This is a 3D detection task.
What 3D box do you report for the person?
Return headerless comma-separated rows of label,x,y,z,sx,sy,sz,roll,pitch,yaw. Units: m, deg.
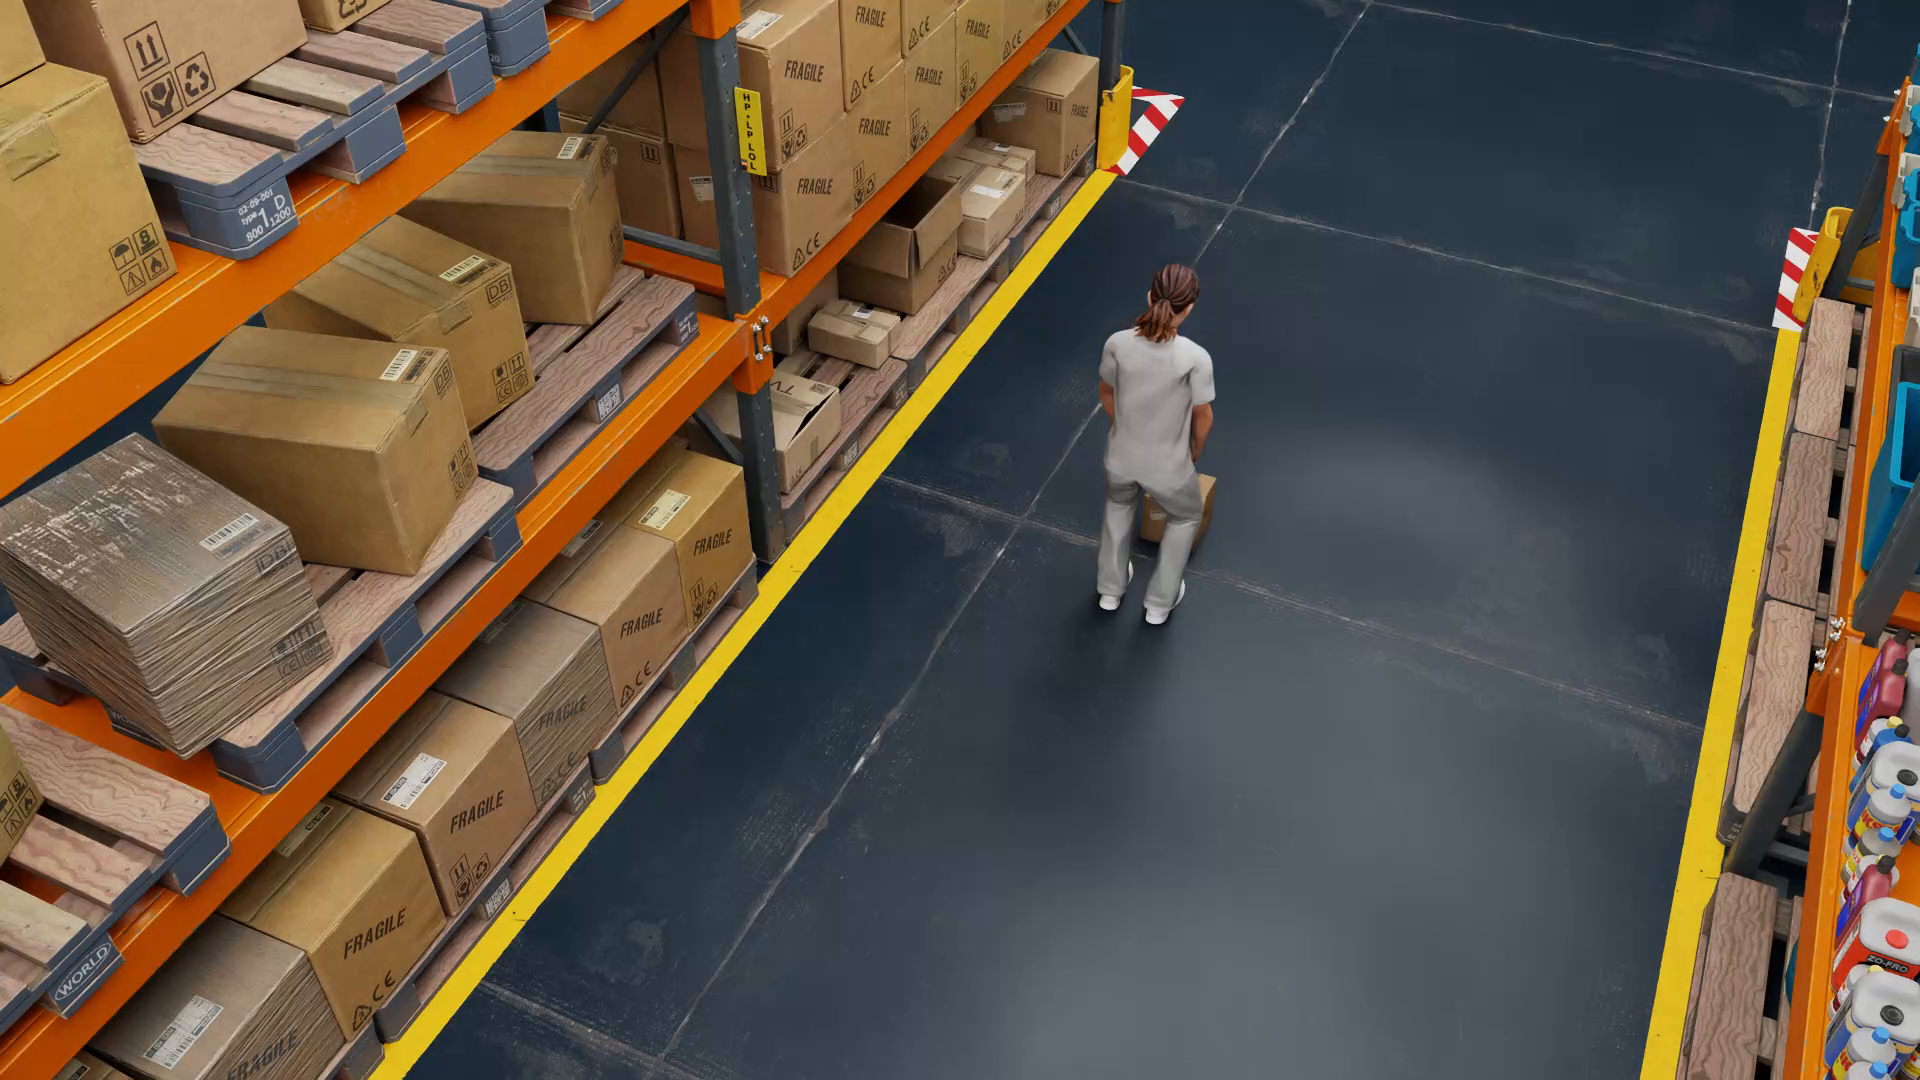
person,0.755,-0.360,6.642,0.475,1.573,0.467,18,45,19
